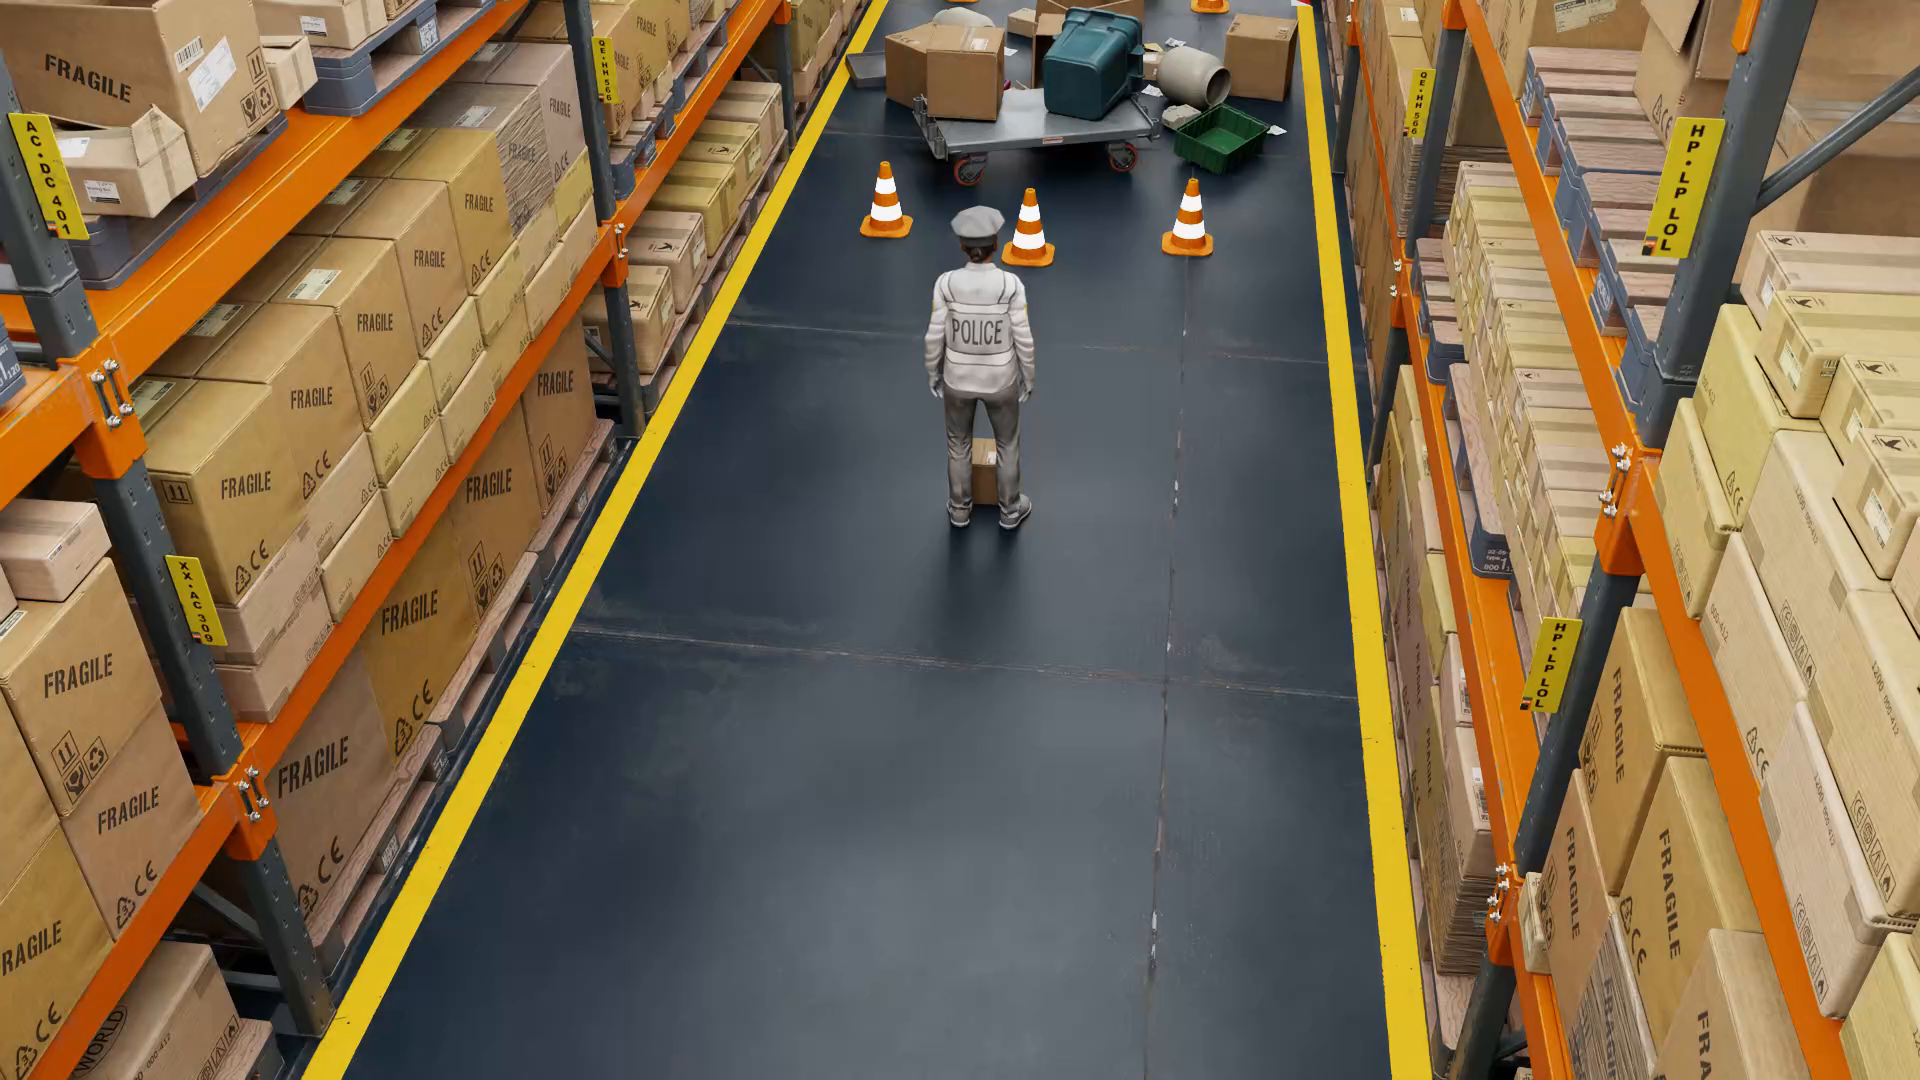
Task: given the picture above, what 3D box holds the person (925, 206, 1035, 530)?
[{"bbox_3d":[0.100,-0.791,8.109,0.533,1.663,0.379,4,37,5],"label":"person"}]
